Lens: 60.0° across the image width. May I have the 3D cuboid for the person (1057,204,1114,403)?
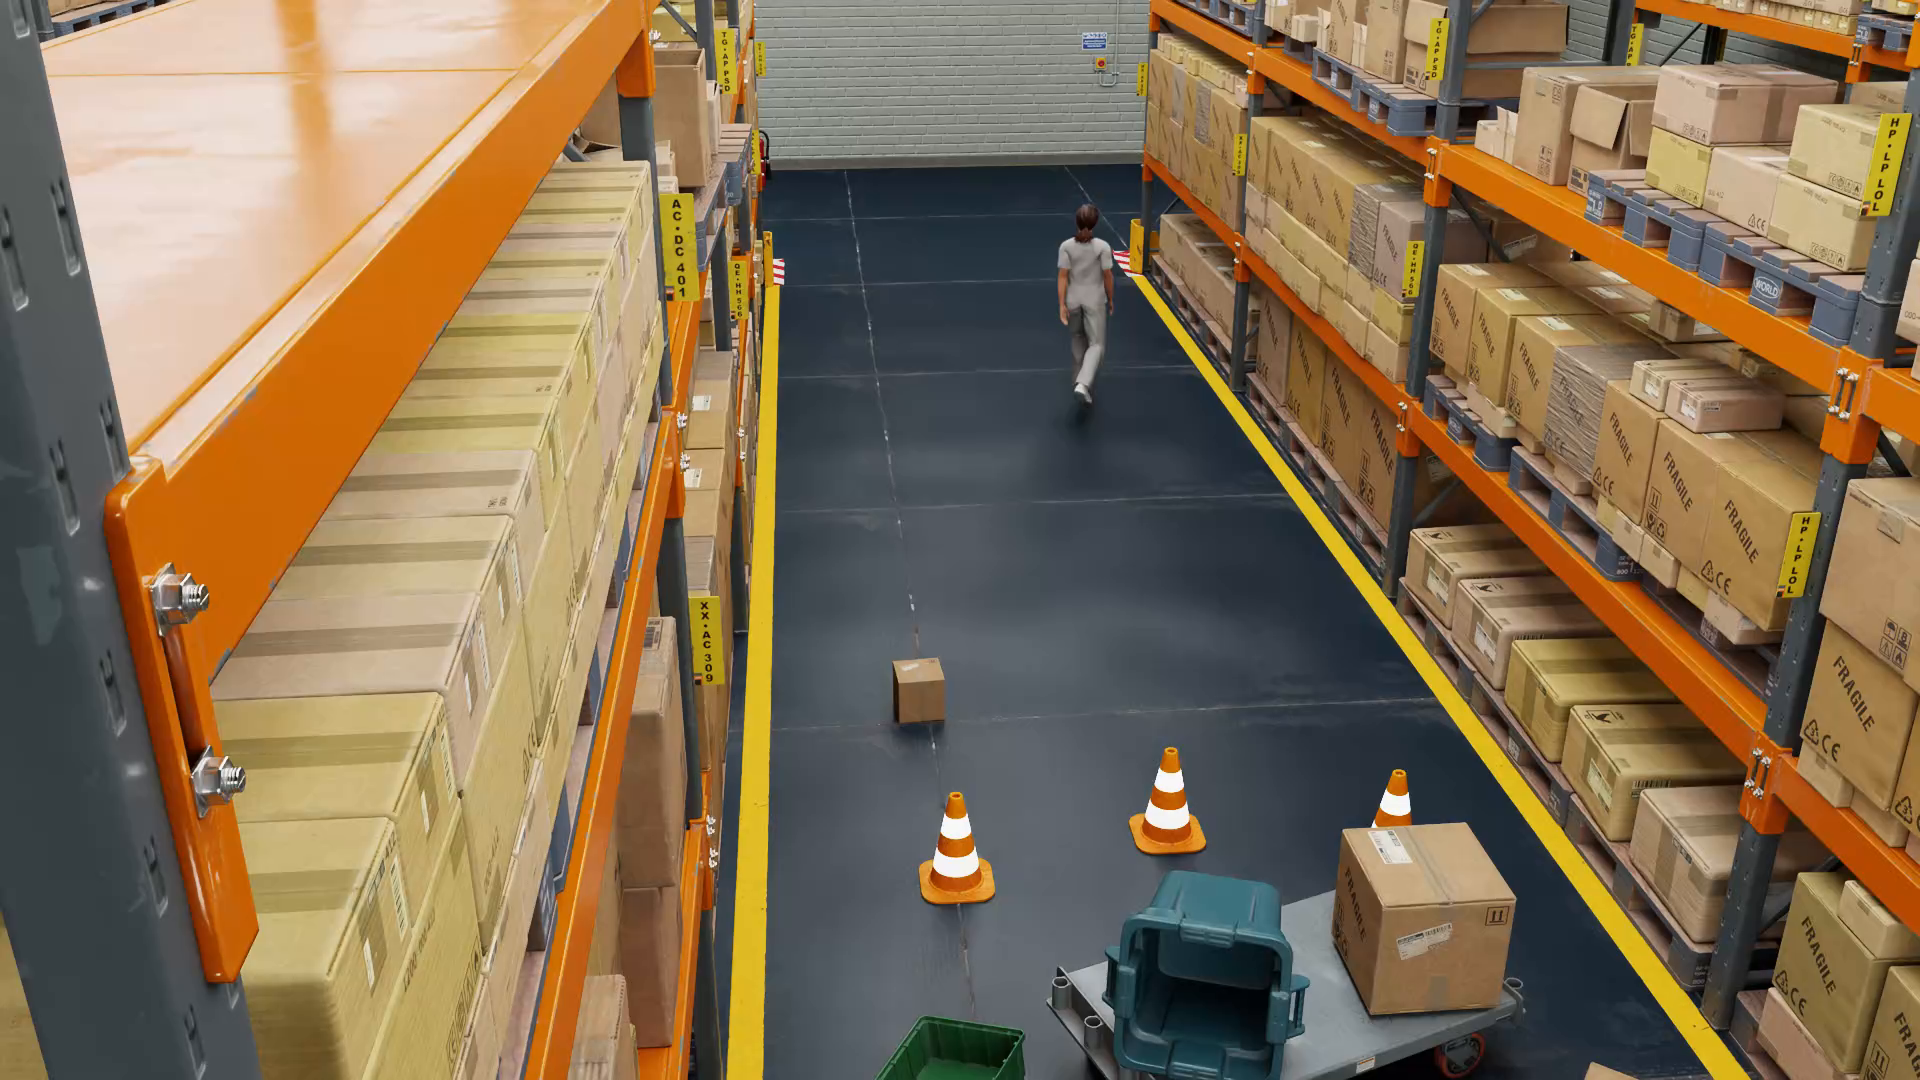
[{"bbox_3d":[1.004,-1.897,13.390,0.436,1.632,0.898,7,25,16],"label":"person"}]
